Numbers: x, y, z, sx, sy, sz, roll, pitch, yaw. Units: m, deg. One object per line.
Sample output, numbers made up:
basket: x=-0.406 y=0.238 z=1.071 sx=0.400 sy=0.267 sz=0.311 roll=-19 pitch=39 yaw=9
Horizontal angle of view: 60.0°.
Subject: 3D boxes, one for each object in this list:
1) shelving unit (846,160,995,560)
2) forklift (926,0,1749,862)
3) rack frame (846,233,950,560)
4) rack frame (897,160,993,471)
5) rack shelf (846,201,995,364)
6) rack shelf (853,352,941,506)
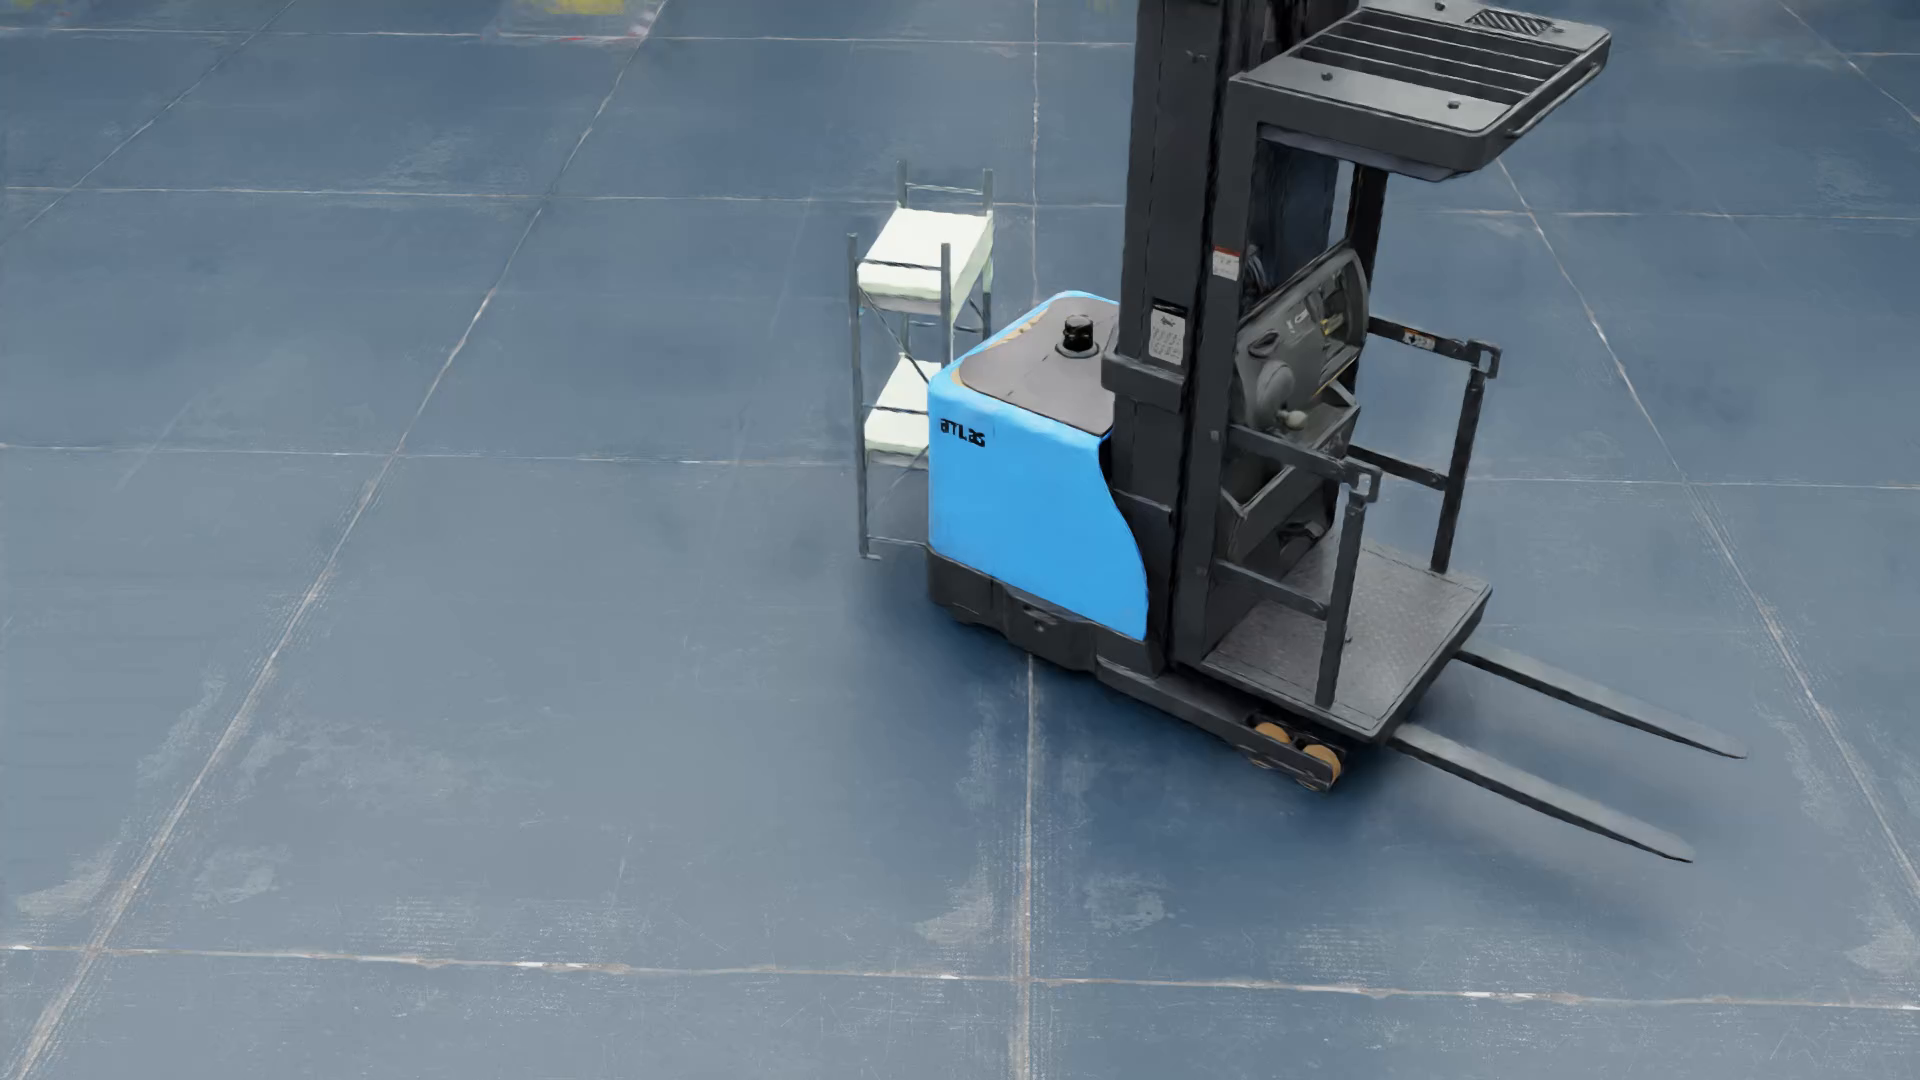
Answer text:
shelving unit: x=-0.148 y=-0.722 z=6.973 sx=0.431 sy=1.500 sz=0.755 roll=8 pitch=36 yaw=11
forklift: x=1.348 y=-0.647 z=5.621 sx=3.031 sy=2.935 sz=1.130 roll=23 pitch=41 yaw=29
rack frame: x=-0.233 y=-0.517 z=6.682 sx=0.400 sy=1.500 sz=0.023 roll=8 pitch=36 yaw=11
rack frame: x=-0.063 y=-0.927 z=7.264 sx=0.400 sy=1.500 sz=0.023 roll=8 pitch=36 yaw=11
rack shelf: x=-0.148 y=-1.041 z=6.748 sx=0.431 sy=0.370 sz=0.720 roll=8 pitch=36 yaw=11
rack shelf: x=-0.148 y=-0.455 z=7.160 sx=0.431 sy=0.370 sz=0.720 roll=8 pitch=36 yaw=11
